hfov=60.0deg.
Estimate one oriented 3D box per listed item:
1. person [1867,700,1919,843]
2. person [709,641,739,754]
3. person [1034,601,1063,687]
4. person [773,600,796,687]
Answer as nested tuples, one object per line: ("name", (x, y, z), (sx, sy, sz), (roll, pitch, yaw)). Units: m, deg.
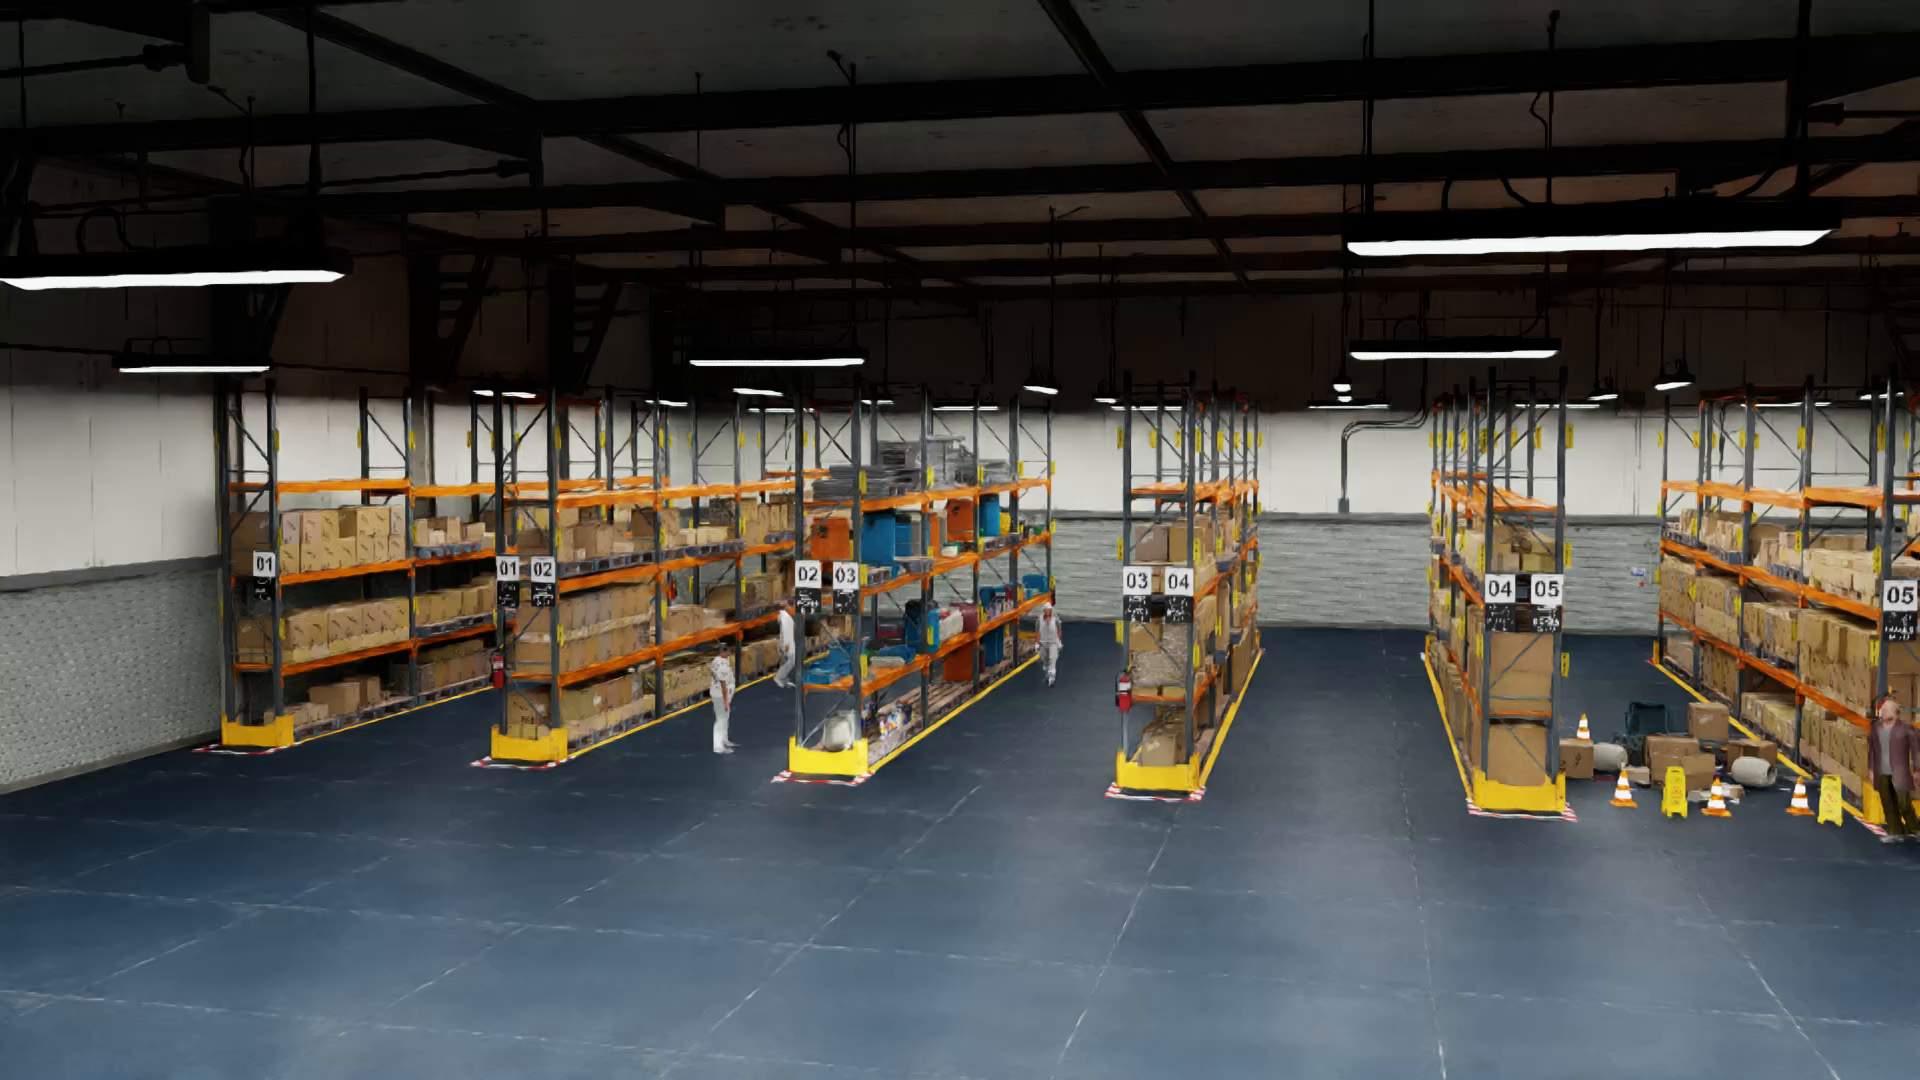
("person", (11.636, 2.877, 20.636), (0.498, 1.767, 0.695), (-2, 4, -34))
("person", (-3.779, 2.510, 26.692), (0.476, 1.759, 0.593), (-1, 4, -17))
("person", (1.792, 2.098, 33.912), (0.557, 1.708, 1.125), (1, 3, 12))
("person", (-3.517, 2.098, 33.560), (0.491, 1.777, 0.624), (-1, 4, -15))
